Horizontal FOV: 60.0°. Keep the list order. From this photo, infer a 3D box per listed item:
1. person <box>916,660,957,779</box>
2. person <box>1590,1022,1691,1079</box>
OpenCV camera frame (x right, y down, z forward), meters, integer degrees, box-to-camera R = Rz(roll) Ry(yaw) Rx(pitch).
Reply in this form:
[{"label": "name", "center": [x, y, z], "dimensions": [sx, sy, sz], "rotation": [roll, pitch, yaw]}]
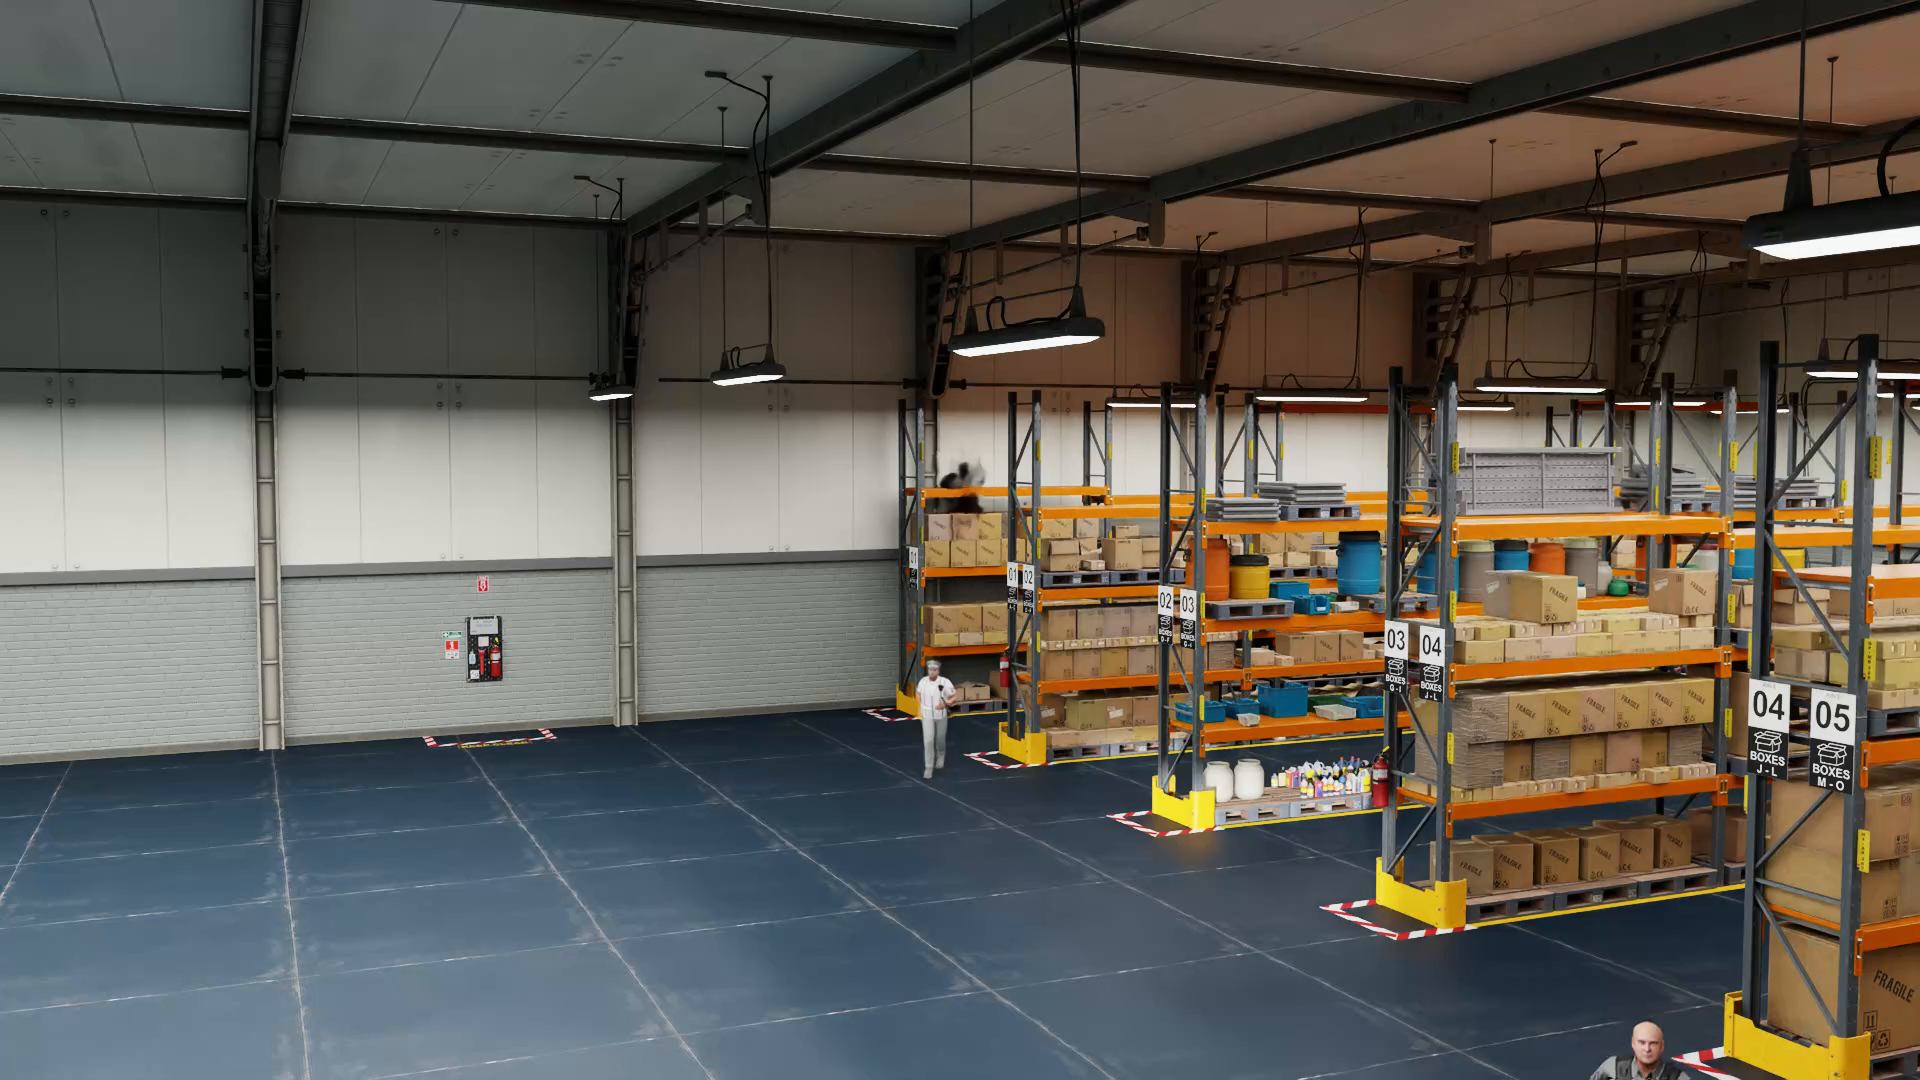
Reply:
[{"label": "person", "center": [-0.374, 2.739, 25.839], "dimensions": [0.658, 1.786, 0.899], "rotation": [0, 3, 7]}, {"label": "person", "center": [4.057, 3.694, 9.846], "dimensions": [0.645, 1.727, 0.954], "rotation": [1, 4, 23]}]
